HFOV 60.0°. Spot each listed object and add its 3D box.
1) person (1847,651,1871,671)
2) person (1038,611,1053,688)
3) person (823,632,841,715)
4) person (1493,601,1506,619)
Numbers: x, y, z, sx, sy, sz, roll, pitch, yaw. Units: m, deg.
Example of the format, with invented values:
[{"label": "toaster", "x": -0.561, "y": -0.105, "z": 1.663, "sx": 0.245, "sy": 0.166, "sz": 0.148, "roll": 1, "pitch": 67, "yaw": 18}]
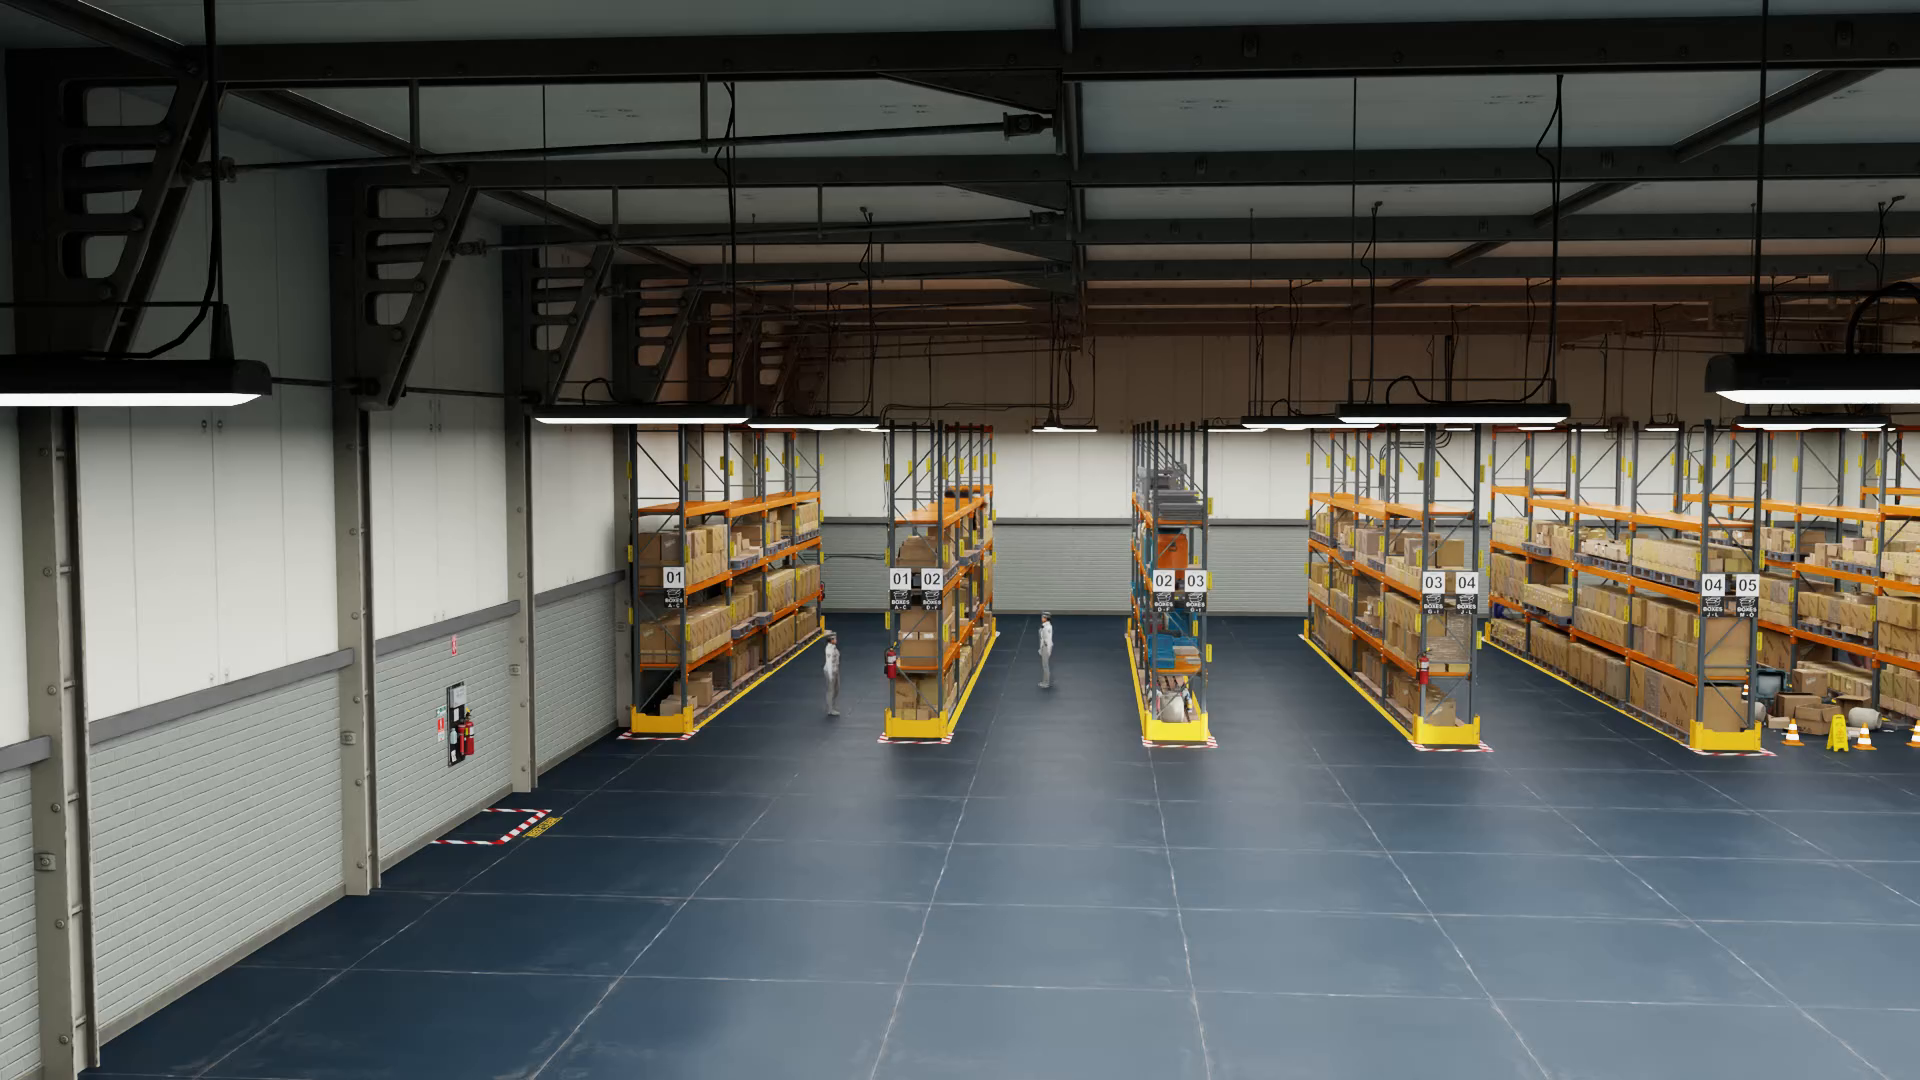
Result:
[{"label": "person", "x": 21.414, "y": 2.376, "z": 39.495, "sx": 0.379, "sy": 1.668, "sz": 0.660, "roll": 0, "pitch": 4, "yaw": -4}, {"label": "person", "x": 1.949, "y": 2.502, "z": 37.933, "sx": 0.351, "sy": 1.709, "sz": 0.581, "roll": 0, "pitch": 4, "yaw": -5}, {"label": "person", "x": -2.622, "y": 2.760, "z": 34.149, "sx": 0.353, "sy": 1.755, "sz": 0.561, "roll": 0, "pitch": 4, "yaw": 7}, {"label": "person", "x": 15.750, "y": 1.806, "z": 48.649, "sx": 0.463, "sy": 1.642, "sz": 0.491, "roll": -3, "pitch": 5, "yaw": -38}]
